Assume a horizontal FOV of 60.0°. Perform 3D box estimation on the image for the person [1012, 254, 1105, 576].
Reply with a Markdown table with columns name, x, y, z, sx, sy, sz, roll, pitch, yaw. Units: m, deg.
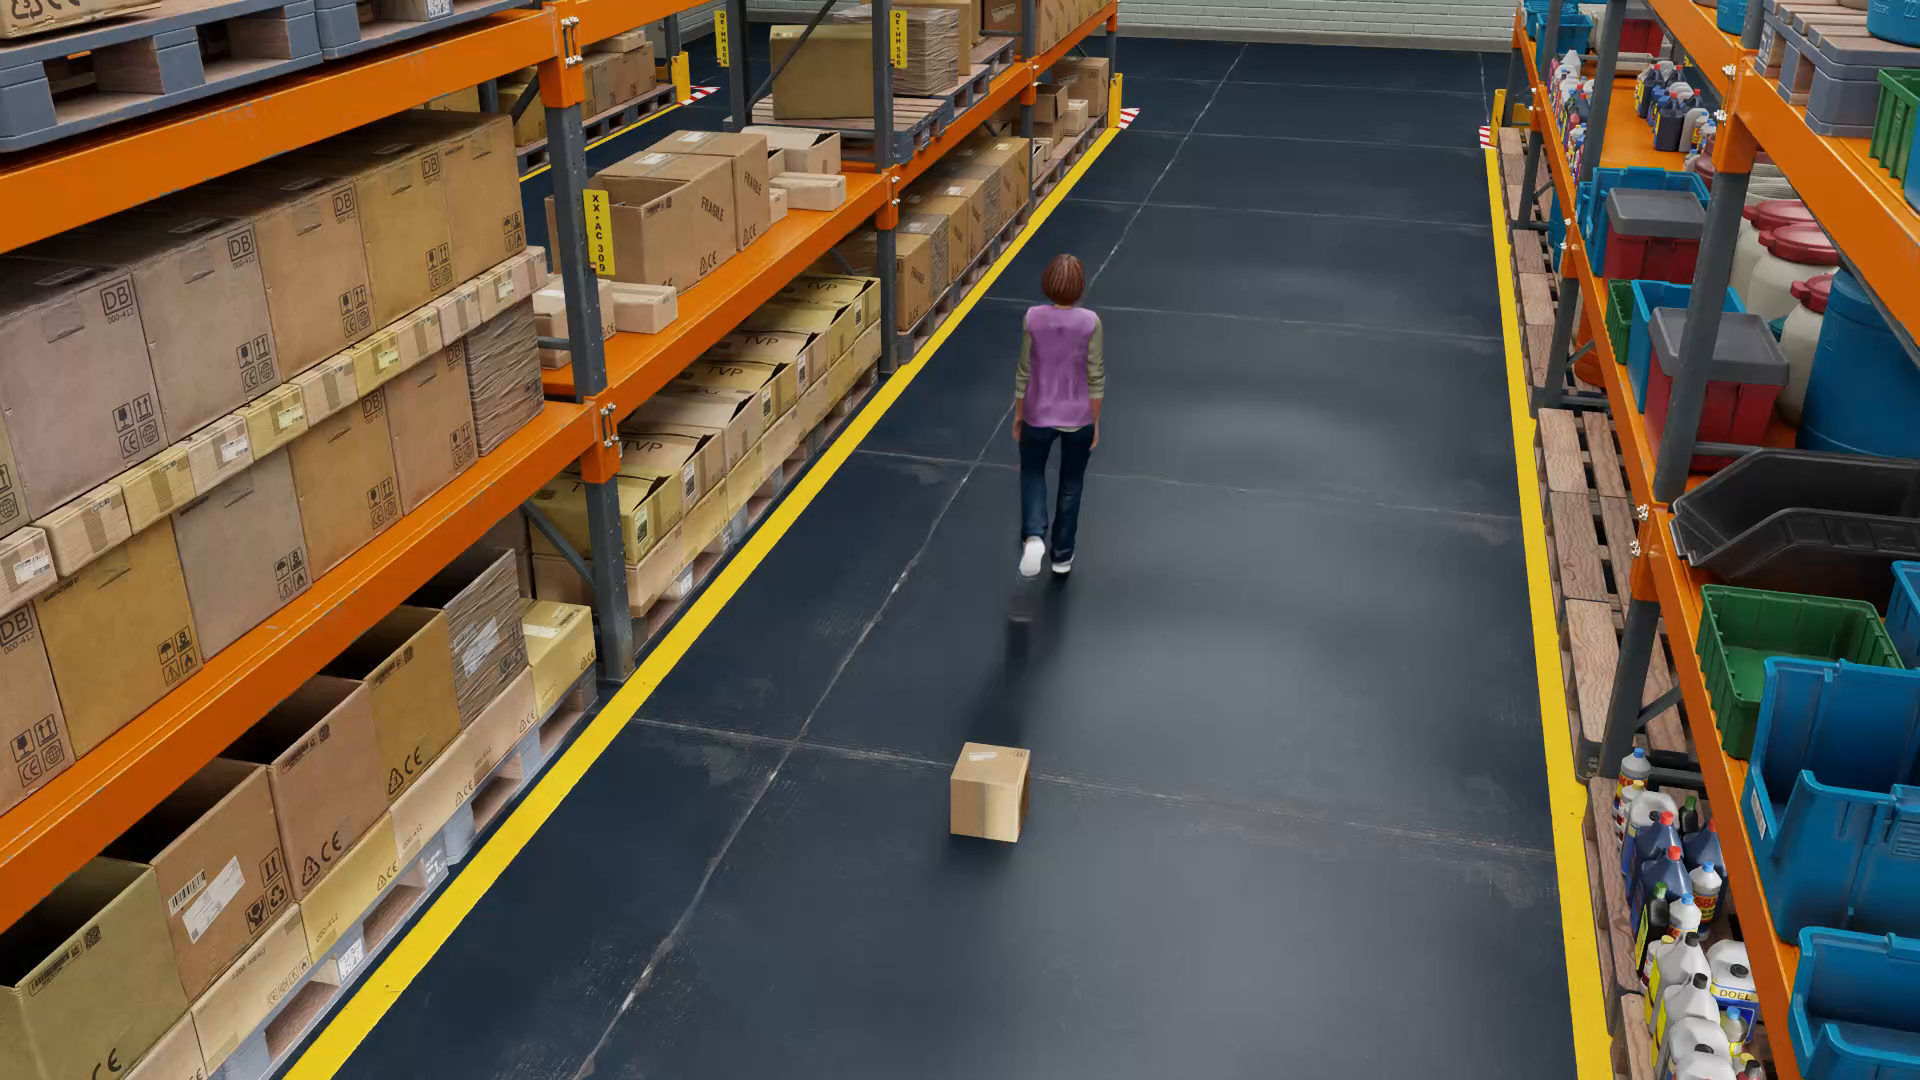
| name | x | y | z | sx | sy | sz | roll | pitch | yaw |
| --- | --- | --- | --- | --- | --- | --- | --- | --- | --- |
| person | 0.451 | -0.536 | 7.695 | 0.425 | 1.574 | 0.546 | 3 | 26 | 6 |
